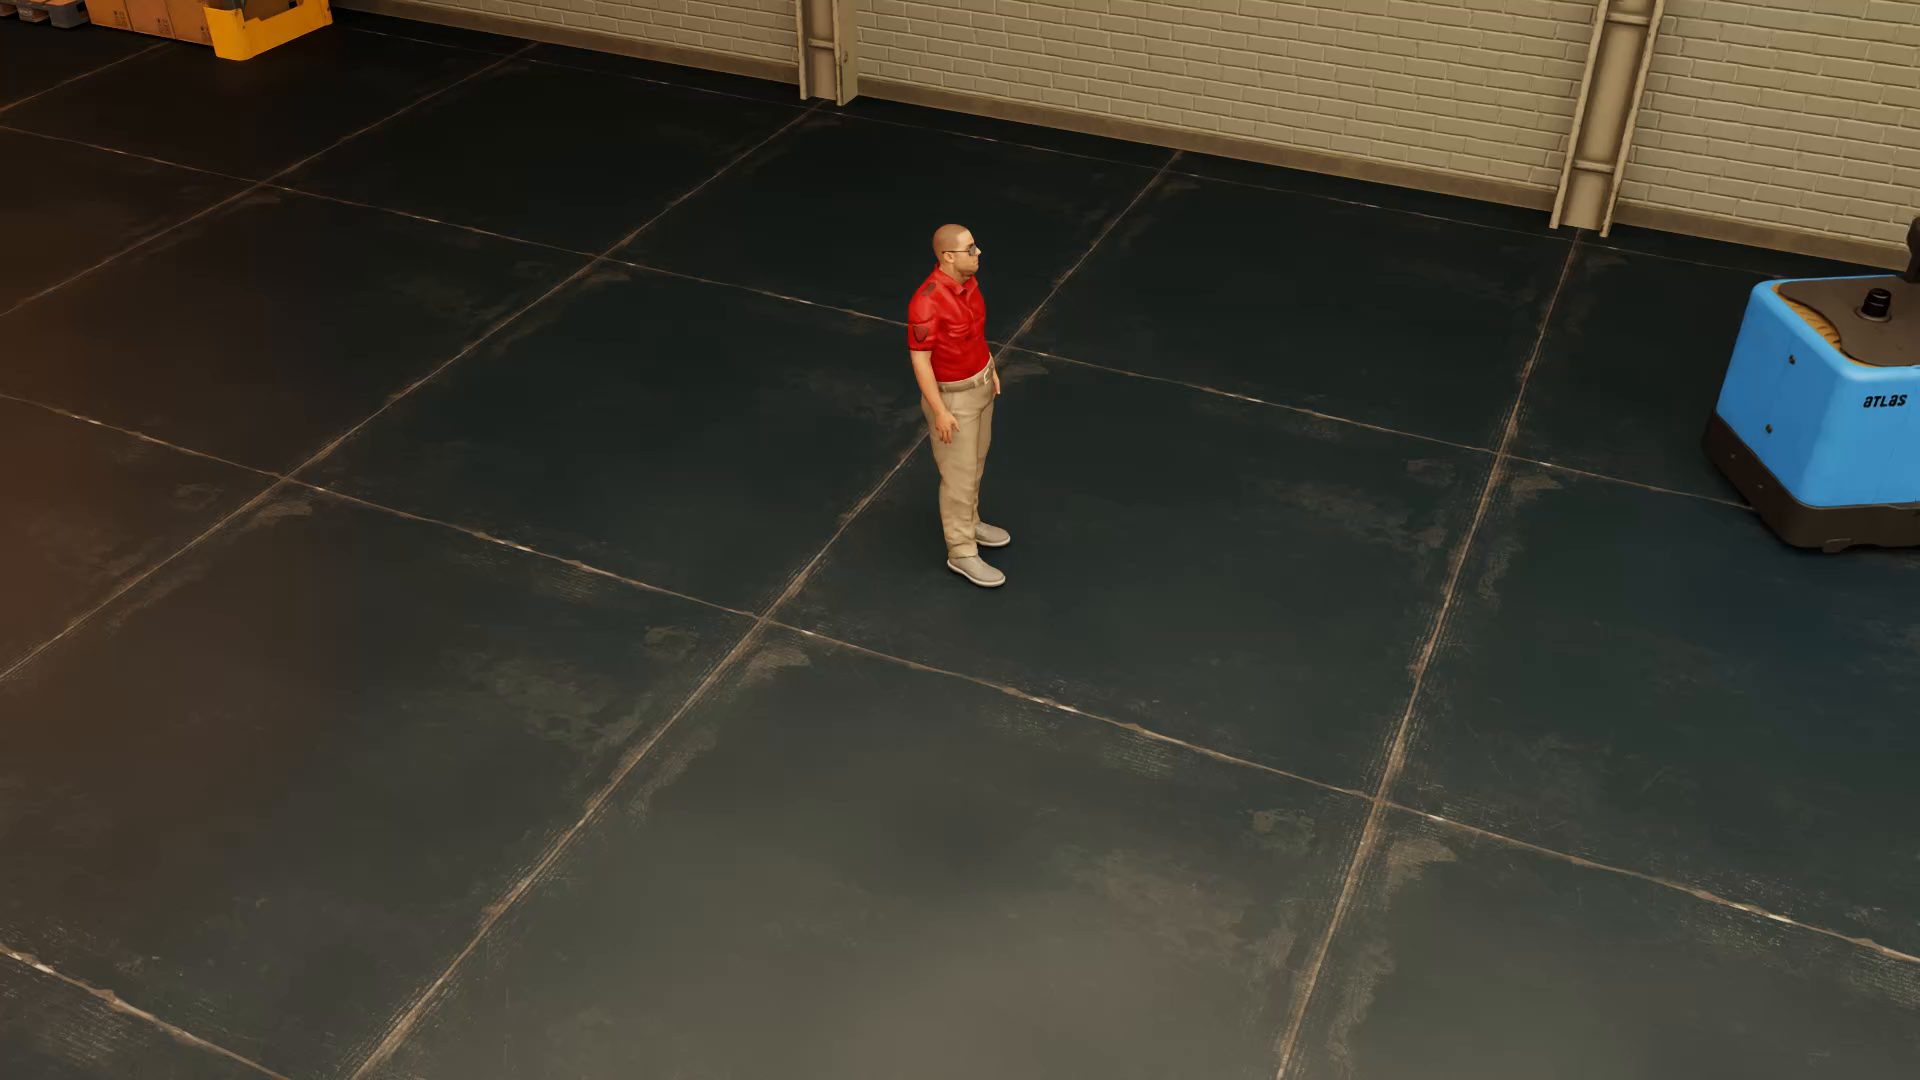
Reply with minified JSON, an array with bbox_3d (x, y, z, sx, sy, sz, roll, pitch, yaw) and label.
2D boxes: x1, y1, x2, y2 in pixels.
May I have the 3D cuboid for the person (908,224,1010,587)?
[{"bbox_3d":[0.076,-0.681,8.065,0.551,1.727,0.640,15,38,20],"label":"person"}]

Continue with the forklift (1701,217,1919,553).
[{"bbox_3d":[5.655,-1.480,8.162,3.031,2.935,1.130,-3,36,-5],"label":"forklift"}]
